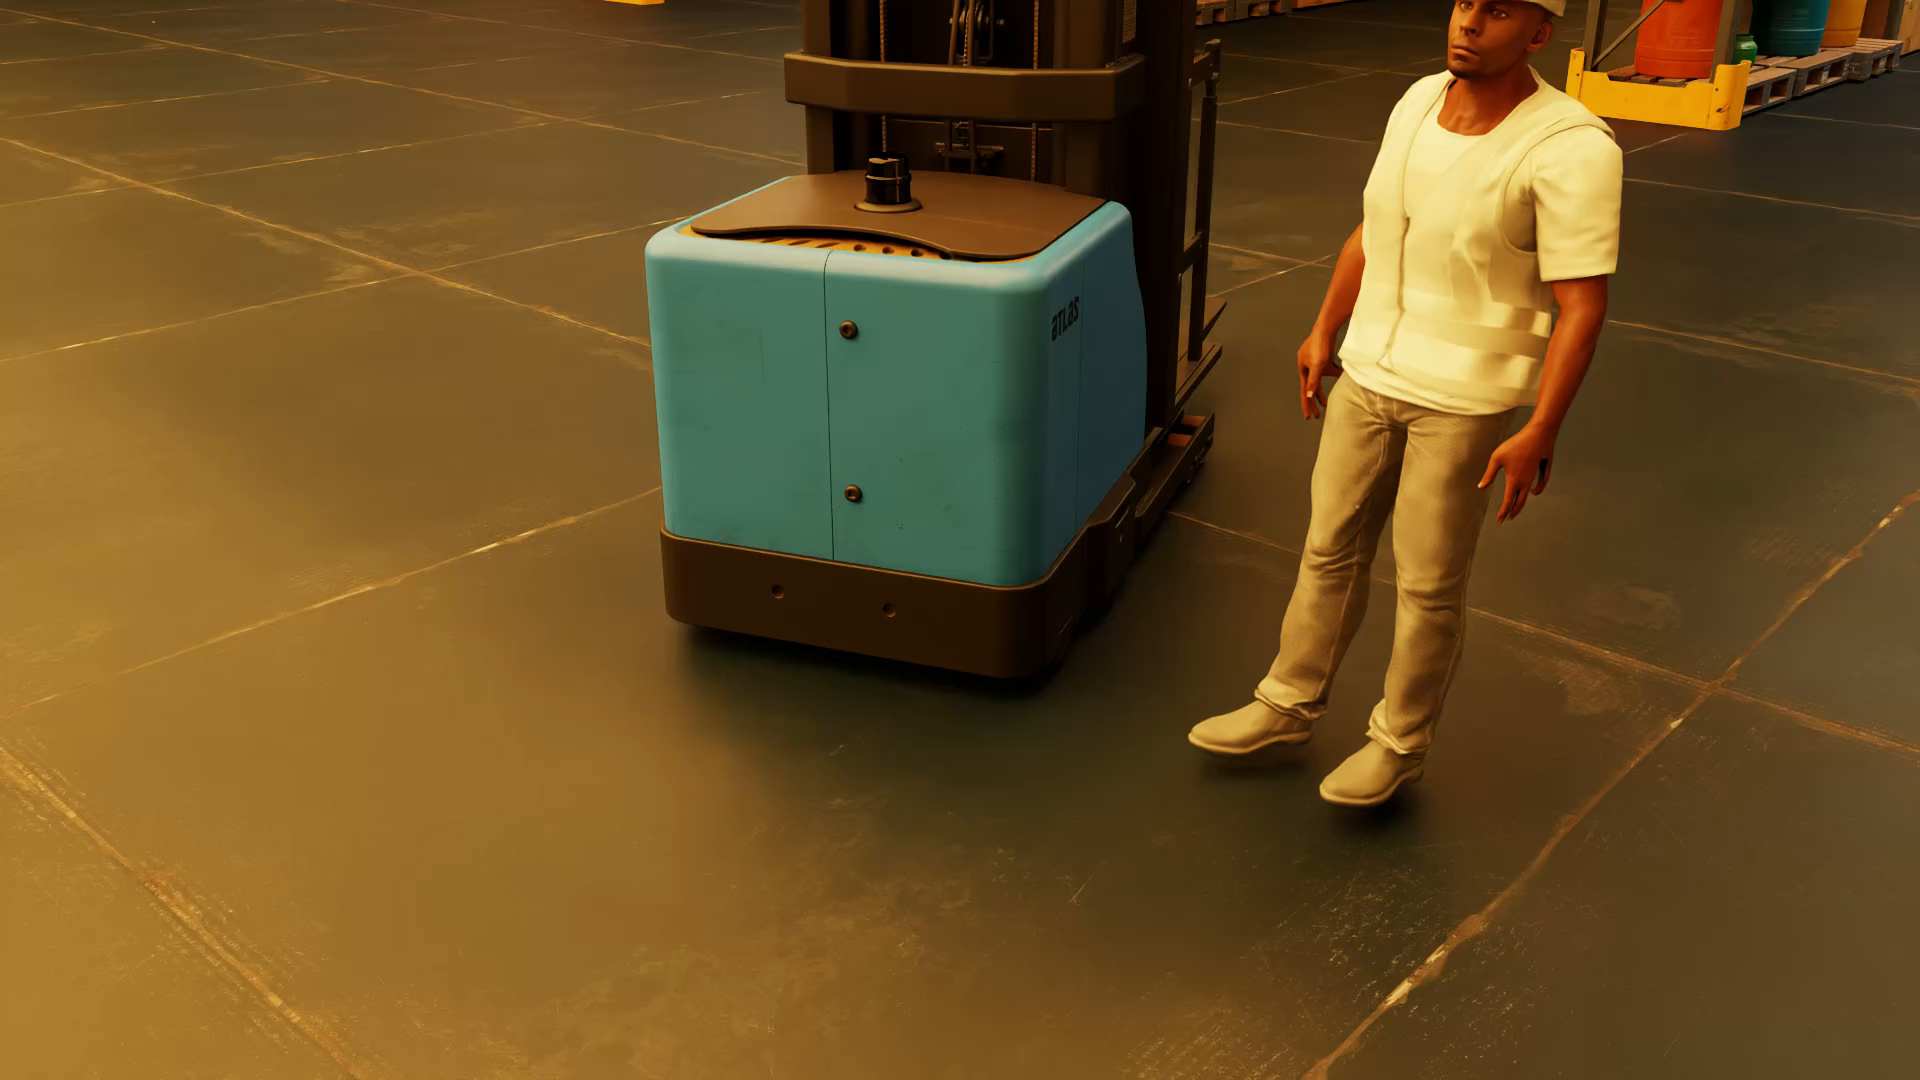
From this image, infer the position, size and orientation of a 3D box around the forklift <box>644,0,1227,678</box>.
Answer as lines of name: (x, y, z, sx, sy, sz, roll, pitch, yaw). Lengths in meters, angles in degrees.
forklift: (0.211, -1.572, 4.911, 1.130, 2.935, 3.031, 8, 25, 18)

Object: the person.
person: (0.895, -0.291, 3.335, 0.558, 1.770, 0.671, -14, 27, -28)
